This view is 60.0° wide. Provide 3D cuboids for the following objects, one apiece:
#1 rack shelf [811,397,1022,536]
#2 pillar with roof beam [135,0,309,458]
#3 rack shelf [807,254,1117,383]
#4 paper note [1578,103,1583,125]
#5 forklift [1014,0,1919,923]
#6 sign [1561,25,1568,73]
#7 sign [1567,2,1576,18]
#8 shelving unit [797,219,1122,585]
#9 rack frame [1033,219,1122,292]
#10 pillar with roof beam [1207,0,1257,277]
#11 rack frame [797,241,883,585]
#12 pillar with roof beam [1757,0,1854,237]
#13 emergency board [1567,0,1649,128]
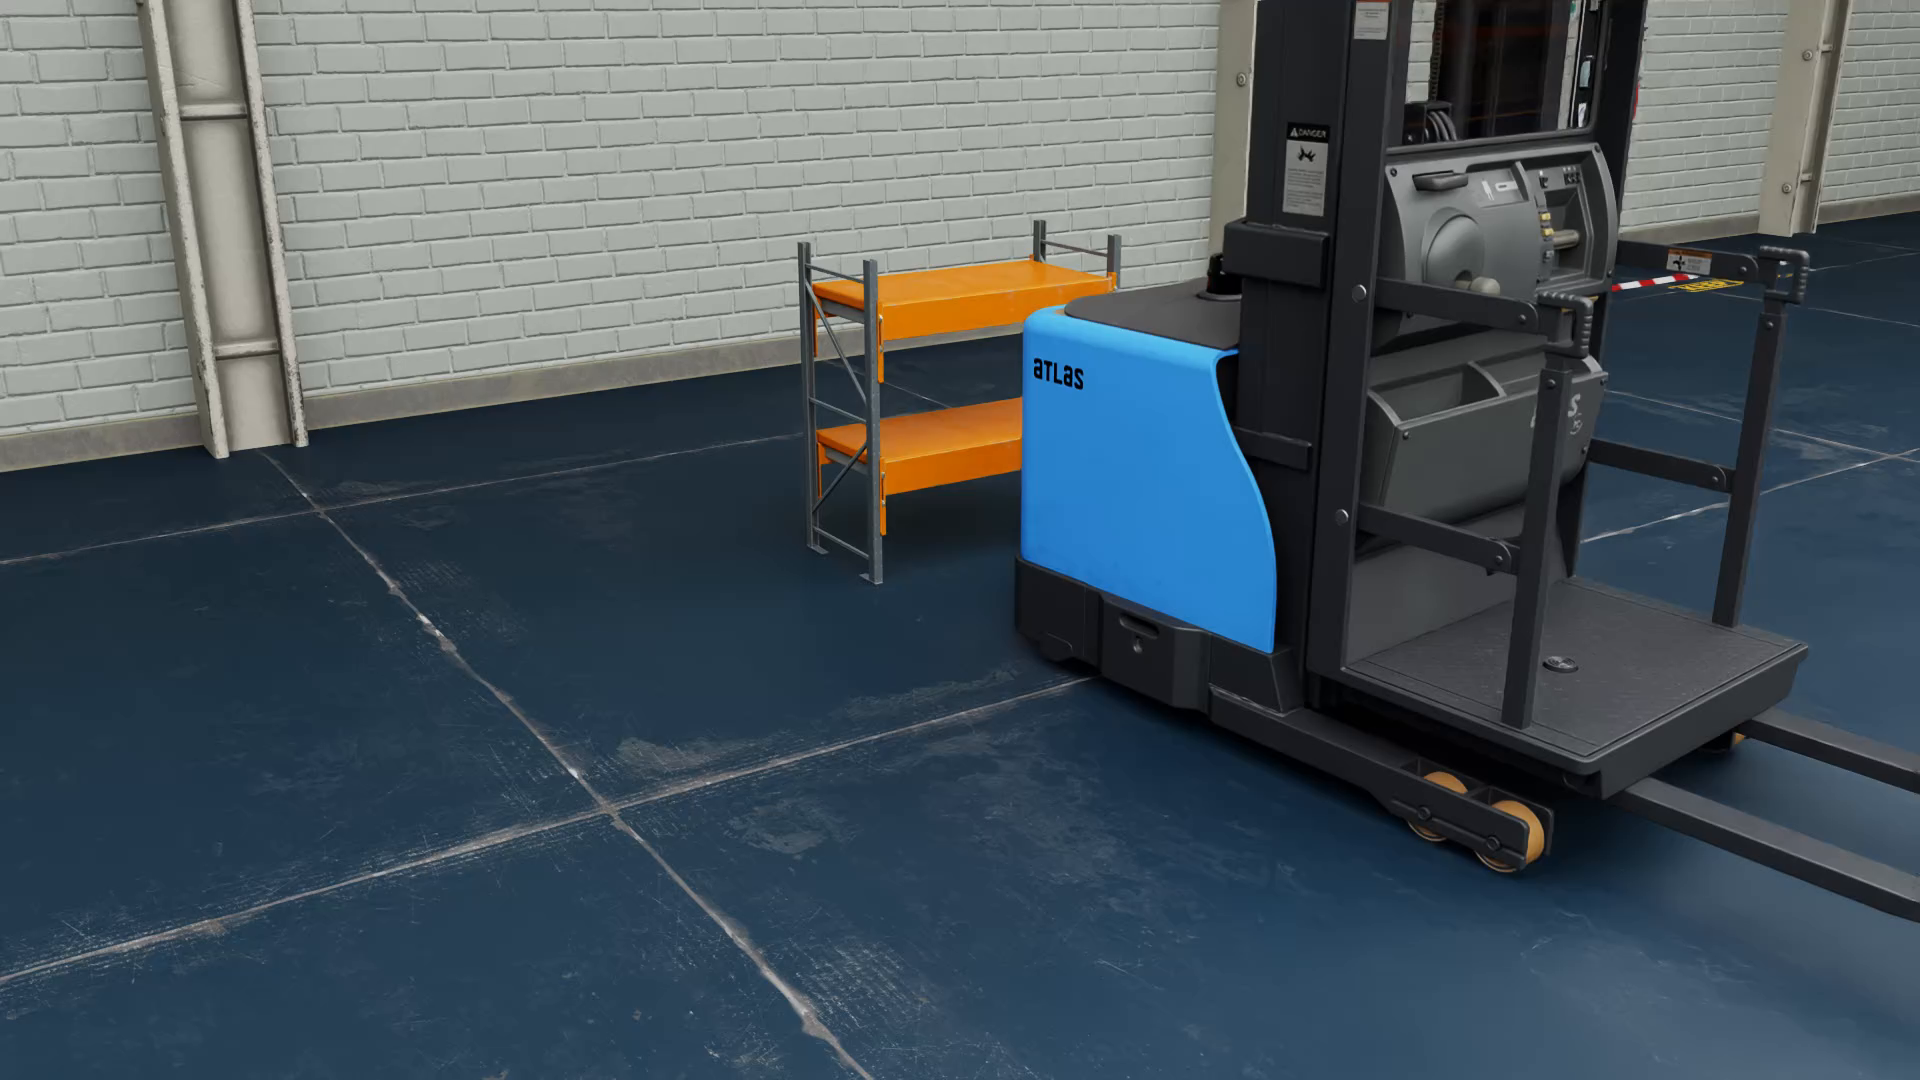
[{"bbox_3d":[0.006,-0.302,6.146,1.000,0.278,0.538,-12,22,-31],"label":"rack shelf"},{"bbox_3d":[-0.821,-3.545,2.680,0.400,9.000,9.100,-12,22,-31],"label":"pillar with roof beam"},{"bbox_3d":[0.006,-0.811,5.974,1.000,0.278,0.538,-12,22,-31],"label":"rack shelf"},{"bbox_3d":[4.563,-3.113,12.145,0.142,0.148,0.016,-12,22,-31],"label":"paper note"},{"bbox_3d":[1.498,-0.786,3.992,1.130,2.935,3.031,-15,24,-37],"label":"forklift"},{"bbox_3d":[4.230,-3.490,11.829,0.234,0.329,0.001,-12,22,-31],"label":"sign"},{"bbox_3d":[4.239,-3.740,11.740,0.331,0.109,0.001,-12,22,-31],"label":"sign"},{"bbox_3d":[0.006,-0.534,6.068,1.048,1.125,0.538,-12,22,-31],"label":"shelving unit"},{"bbox_3d":[0.430,-0.624,6.333,0.032,1.125,0.500,-12,22,-31],"label":"rack frame"},{"bbox_3d":[4.190,-4.602,5.806,0.400,9.000,9.100,-12,22,-31],"label":"pillar with roof beam"},{"bbox_3d":[-0.419,-0.445,5.803,0.032,1.125,0.500,-12,22,-31],"label":"rack frame"},{"bbox_3d":[9.201,-5.659,8.932,0.400,9.000,9.100,-12,22,-31],"label":"pillar with roof beam"},{"bbox_3d":[4.749,-3.543,12.042,0.643,1.169,0.194,-12,22,-31],"label":"emergency board"}]
